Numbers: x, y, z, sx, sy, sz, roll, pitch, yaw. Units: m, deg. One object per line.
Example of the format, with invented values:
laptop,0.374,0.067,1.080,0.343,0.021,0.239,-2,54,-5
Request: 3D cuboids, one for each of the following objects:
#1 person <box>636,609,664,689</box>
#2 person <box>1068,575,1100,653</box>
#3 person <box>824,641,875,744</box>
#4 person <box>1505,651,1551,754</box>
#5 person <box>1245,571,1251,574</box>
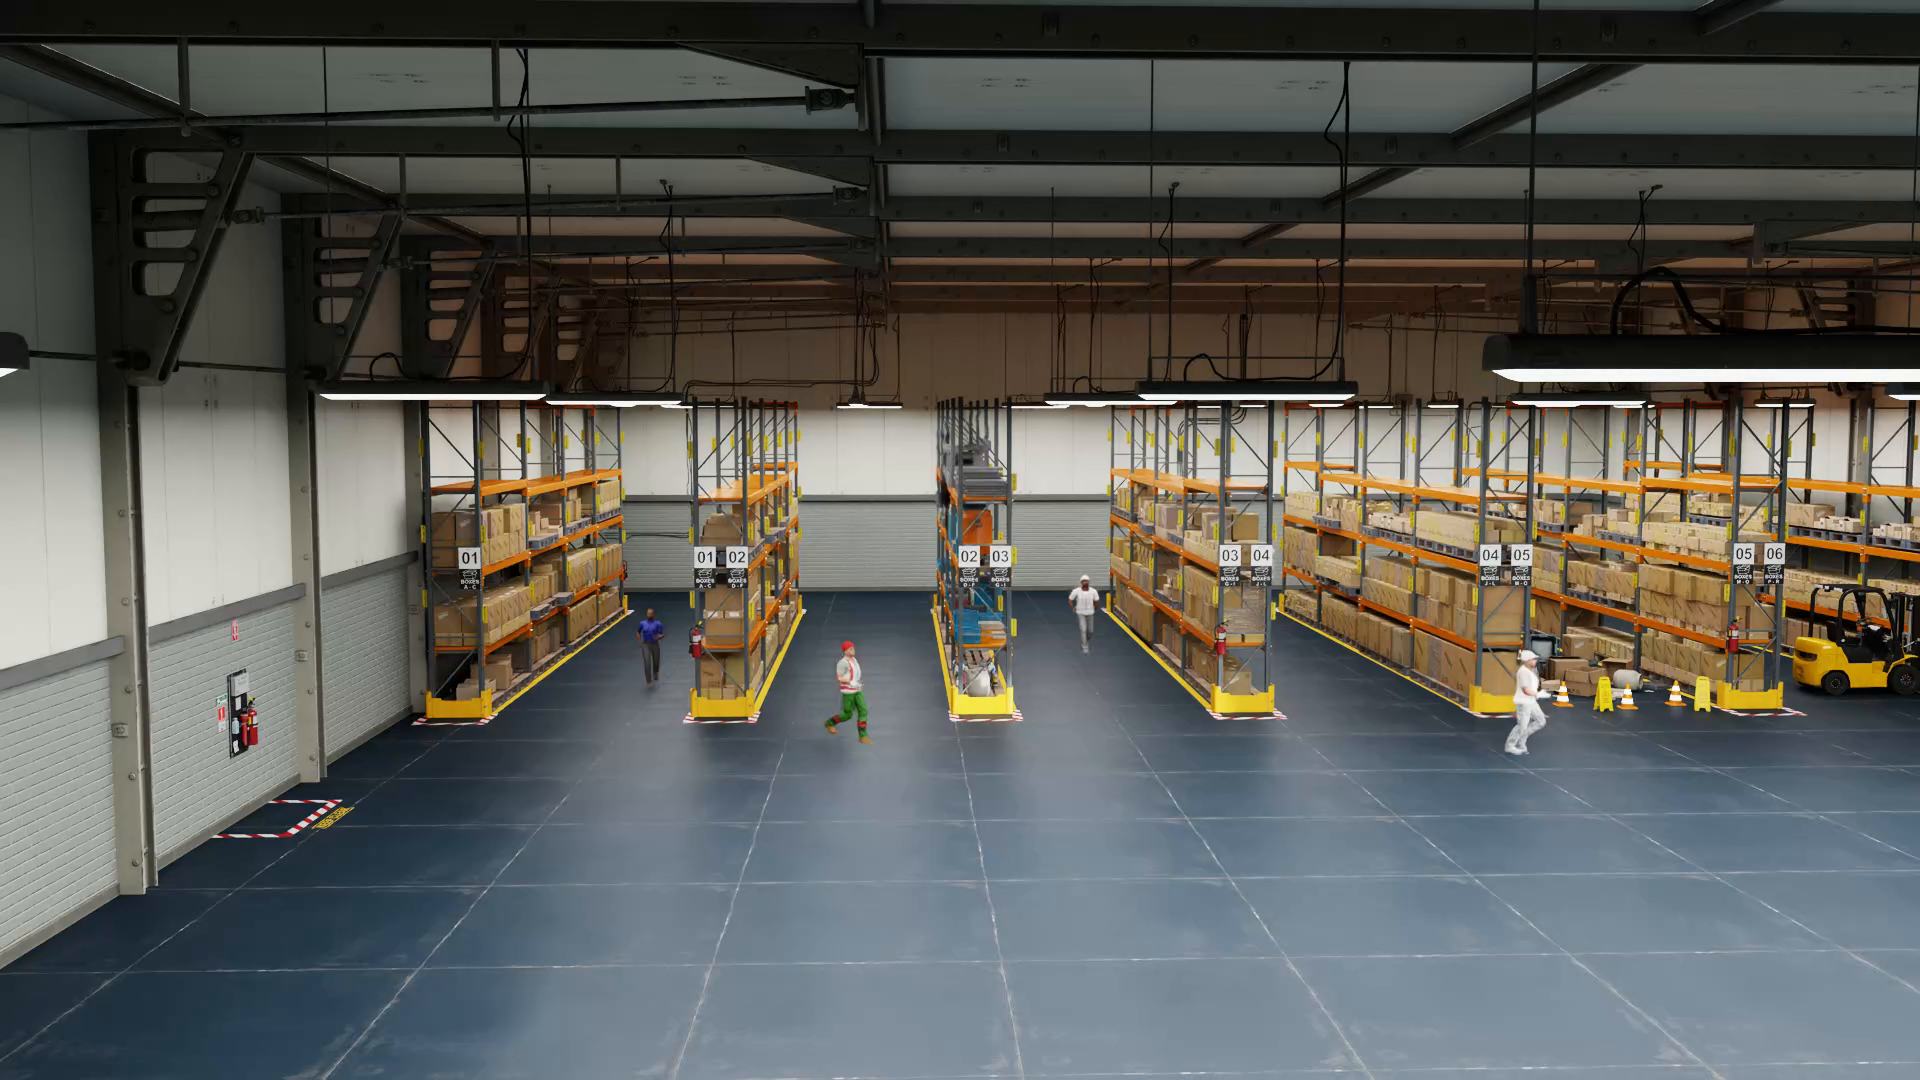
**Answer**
person,-6.447,2.234,34.620,0.588,1.623,0.834,-1,4,-11
person,2.818,1.668,37.530,0.711,1.746,0.728,-1,4,-8
person,-1.898,2.627,28.739,0.957,1.774,0.671,2,5,27
person,9.461,2.698,27.648,0.738,1.734,0.667,3,5,32
person,8.252,1.146,48.353,0.779,1.765,0.836,4,6,43
